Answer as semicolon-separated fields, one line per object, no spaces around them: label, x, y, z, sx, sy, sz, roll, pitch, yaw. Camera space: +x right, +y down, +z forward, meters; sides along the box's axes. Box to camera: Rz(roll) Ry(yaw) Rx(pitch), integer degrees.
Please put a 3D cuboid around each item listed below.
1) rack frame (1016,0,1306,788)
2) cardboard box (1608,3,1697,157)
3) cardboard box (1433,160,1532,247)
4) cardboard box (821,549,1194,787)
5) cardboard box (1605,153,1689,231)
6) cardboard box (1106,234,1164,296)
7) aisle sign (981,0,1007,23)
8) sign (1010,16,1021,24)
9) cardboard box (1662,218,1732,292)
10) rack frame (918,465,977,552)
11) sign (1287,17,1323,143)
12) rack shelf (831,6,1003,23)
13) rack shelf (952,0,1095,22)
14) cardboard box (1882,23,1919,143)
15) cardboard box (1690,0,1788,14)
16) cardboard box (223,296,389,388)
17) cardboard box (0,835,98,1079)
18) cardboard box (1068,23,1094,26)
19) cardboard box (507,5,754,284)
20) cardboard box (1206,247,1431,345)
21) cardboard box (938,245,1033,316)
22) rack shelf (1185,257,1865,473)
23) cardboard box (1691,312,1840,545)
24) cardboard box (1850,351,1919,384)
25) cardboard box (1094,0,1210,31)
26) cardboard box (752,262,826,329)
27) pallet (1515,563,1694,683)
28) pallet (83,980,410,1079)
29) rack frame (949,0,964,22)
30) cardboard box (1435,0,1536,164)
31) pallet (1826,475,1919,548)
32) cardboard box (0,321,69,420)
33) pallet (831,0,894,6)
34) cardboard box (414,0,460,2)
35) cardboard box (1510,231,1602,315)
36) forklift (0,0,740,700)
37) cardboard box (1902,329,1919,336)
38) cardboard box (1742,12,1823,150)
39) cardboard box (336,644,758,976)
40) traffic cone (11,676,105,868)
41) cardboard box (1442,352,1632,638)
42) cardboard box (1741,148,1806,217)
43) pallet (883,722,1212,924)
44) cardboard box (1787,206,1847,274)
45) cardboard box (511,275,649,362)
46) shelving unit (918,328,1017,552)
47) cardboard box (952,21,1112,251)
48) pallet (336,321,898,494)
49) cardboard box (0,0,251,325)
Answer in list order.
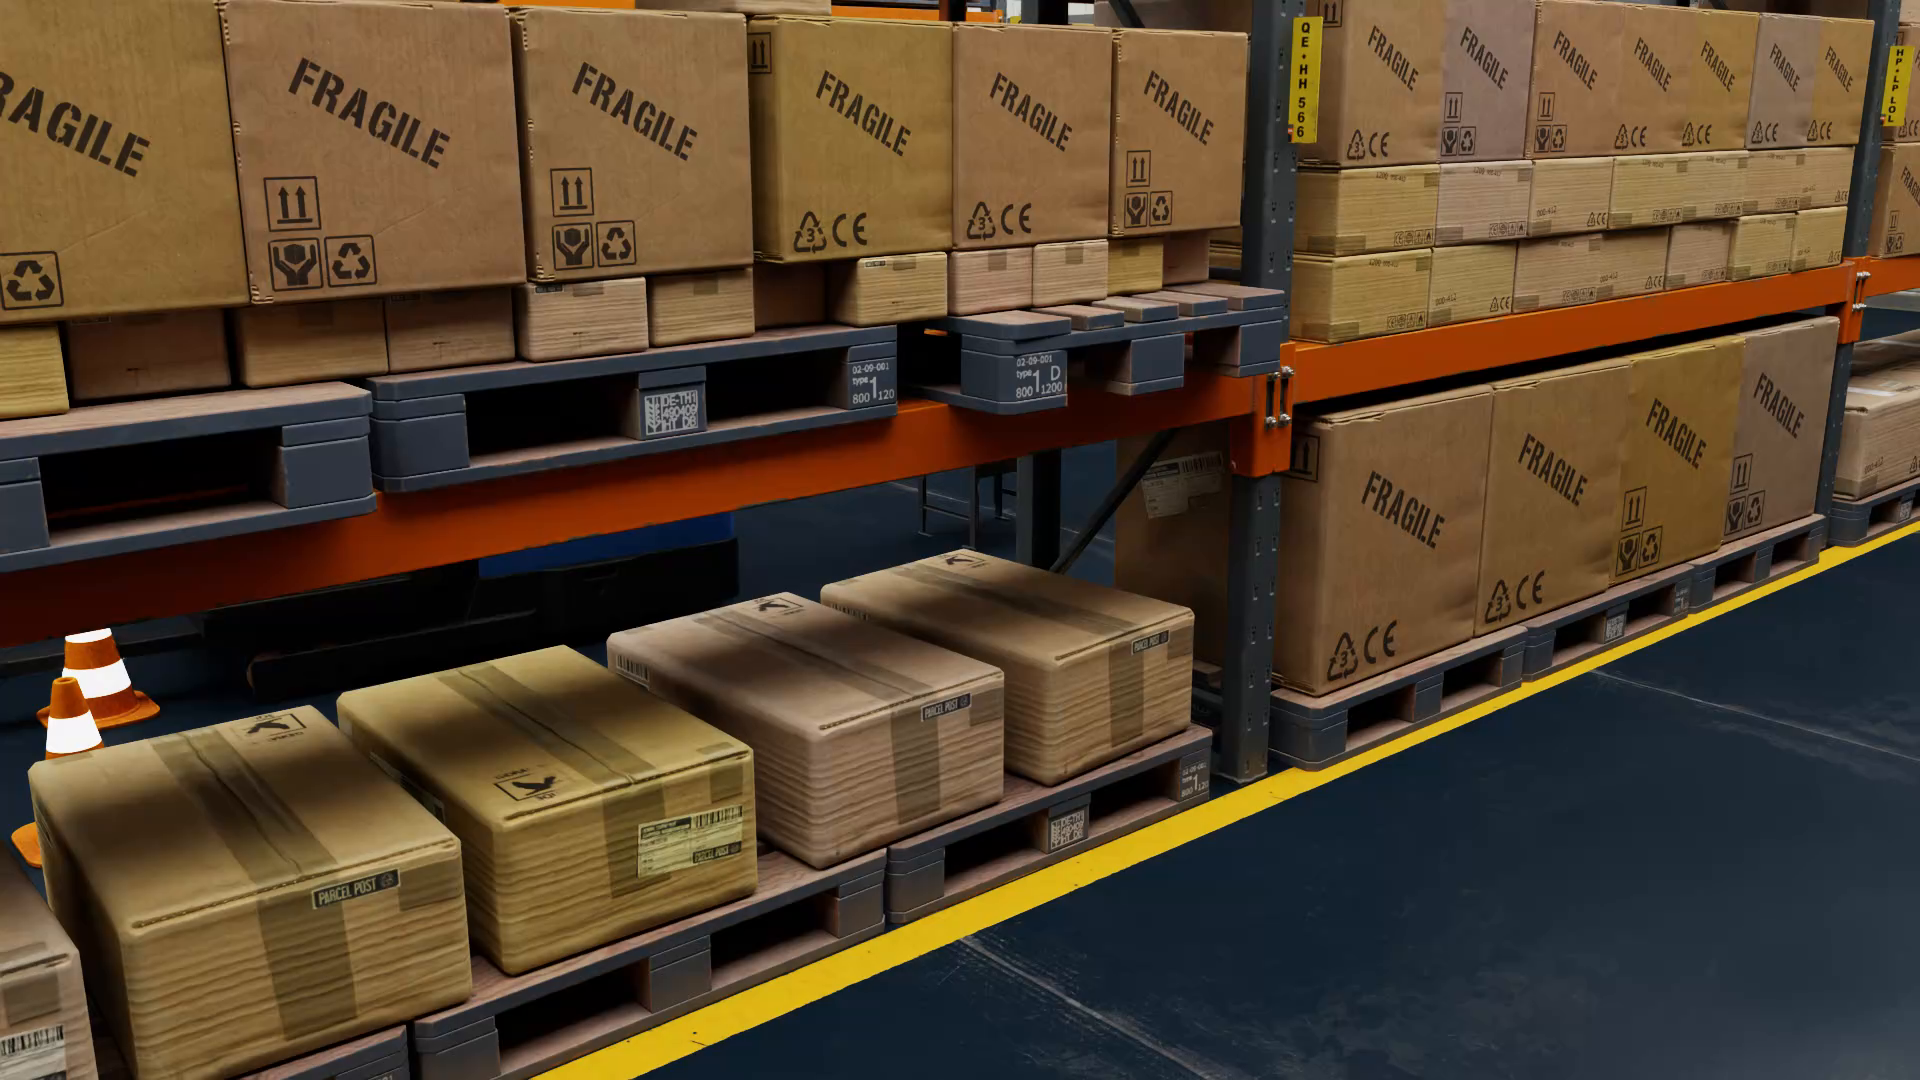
rack frame;0.559;-0.816;4.991;0.127;3.000;1.000;-13;19;-39
cardboard box;2.243;-1.638;5.940;0.500;0.500;0.500;-12;19;-38
cardboard box;1.494;-1.110;5.414;0.500;0.250;0.500;-12;19;-38
cardboard box;0.126;0.345;4.925;0.625;0.372;0.950;-14;21;-43
cardboard box;2.270;-1.275;6.033;0.500;0.250;0.500;-12;19;-38
cardboard box;0.312;-0.736;4.367;0.250;0.149;0.380;-12;19;-39
aisle sign;0.340;-5.310;16.779;0.004;0.787;0.394;-13;19;-39
sign;0.192;-1.483;5.244;0.005;0.325;0.100;-13;19;-39
cardboard box;2.626;-1.128;6.451;0.500;0.250;0.500;-13;20;-41
rack frame;-0.059;-1.001;7.429;0.015;2.100;0.400;-13;19;-39
sign;0.923;-1.233;4.462;0.005;0.325;0.100;-13;19;-39
rack shelf;-1.420;-4.863;15.725;4.000;0.370;1.077;-13;19;-39
rack shelf;1.760;-3.880;12.046;4.000;0.370;1.077;-13;19;-39
cardboard box;4.095;-2.058;7.511;0.500;0.500;0.500;-12;19;-39
cardboard box;3.600;-2.452;7.729;0.250;0.149;0.380;-13;20;-40
cardboard box;-1.255;-0.391;3.073;0.250;0.149;0.380;-12;19;-39
cardboard box;-2.064;0.839;3.074;0.625;0.372;0.950;-12;19;-39
cardboard box;0.751;-3.144;11.000;0.500;0.500;0.500;-12;19;-38
cardboard box;-0.776;-0.812;3.392;0.500;0.500;0.500;-14;20;-42
cardboard box;1.094;-0.777;5.137;0.500;0.250;0.500;-13;20;-40
cardboard box;-0.044;-0.644;4.021;0.250;0.149;0.380;-14;20;-42
rack shelf;2.068;-0.807;6.352;4.000;0.370;1.077;-13;19;-39
cardboard box;3.162;-0.549;7.296;0.875;0.875;0.875;-12;19;-38
cardboard box;4.796;-0.696;8.692;0.875;0.438;0.875;-13;20;-41
cardboard box;0.778;-1.486;5.368;0.500;0.500;0.500;-13;20;-41
cardboard box;-0.515;-0.576;3.769;0.250;0.149;0.380;-12;19;-39
pallet;2.123;0.207;6.566;1.213;0.211;1.003;-13;19;-39
pallet;-1.872;1.077;3.309;1.213;0.211;1.003;-13;19;-39
rack frame;0.251;-2.440;11.071;0.127;3.000;1.000;-13;19;-39
cardboard box;1.460;-1.469;5.305;0.500;0.500;0.500;-13;19;-39
pallet;4.202;-0.260;8.313;1.213;0.211;1.003;-13;19;-39
cardboard box;-1.640;-0.292;2.705;0.250;0.149;0.380;-12;19;-38
pallet;-1.385;-5.171;15.656;1.213;0.211;1.003;-13;19;-39
cardboard box;-1.119;-1.061;3.070;0.250;0.149;0.380;-11;19;-36
cardboard box;1.869;-0.955;5.804;0.500;0.250;0.500;-12;19;-38
forklift;-2.396;-1.022;5.897;3.031;2.935;1.130;-10;18;-32
cardboard box;6.162;-1.005;9.850;0.875;0.438;0.875;-14;20;-41
cardboard box;3.019;-1.811;6.586;0.500;0.500;0.500;-12;19;-38
cardboard box;-1.001;0.599;3.974;0.625;0.372;0.950;-12;19;-38
traffic cone;-2.442;0.605;4.588;0.334;0.463;0.336;-13;19;-39
cardboard box;1.810;-0.243;6.151;0.875;0.875;0.875;-12;19;-39
cardboard box;3.032;-1.454;6.703;0.500;0.250;0.500;-12;19;-38
pallet;-0.031;0.664;4.856;1.213;0.211;1.003;-13;19;-39
cardboard box;3.404;-1.296;7.079;0.500;0.250;0.500;-13;20;-41
cardboard box;-0.832;-0.467;3.359;0.250;0.149;0.380;-12;19;-37
shelving unit;0.125;-1.042;7.584;0.503;2.100;0.431;-13;19;-39
cardboard box;0.016;-0.990;4.059;0.500;0.500;0.500;-13;20;-40
pallet;-0.907;-0.380;3.730;1.213;0.211;1.003;-13;19;-39
cardboard box;-1.539;-0.641;2.755;0.500;0.500;0.500;-13;19;-39
